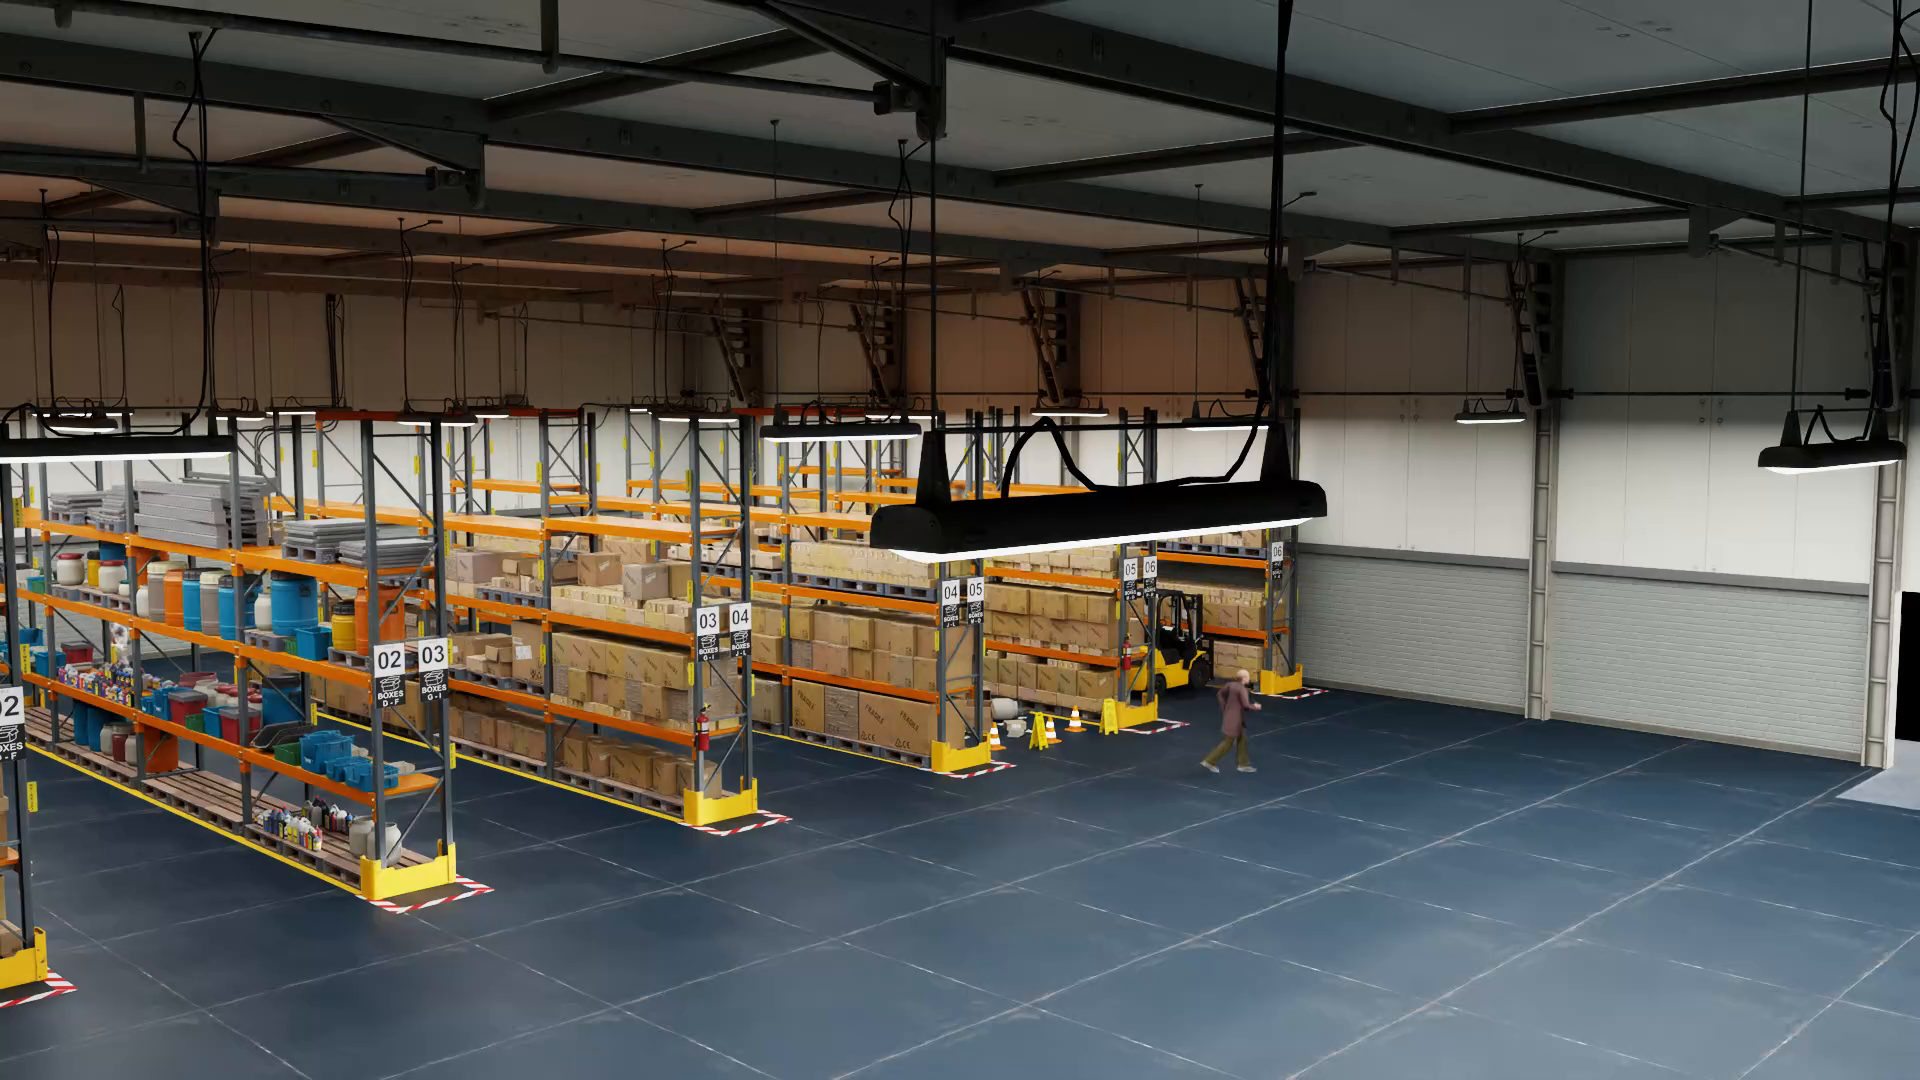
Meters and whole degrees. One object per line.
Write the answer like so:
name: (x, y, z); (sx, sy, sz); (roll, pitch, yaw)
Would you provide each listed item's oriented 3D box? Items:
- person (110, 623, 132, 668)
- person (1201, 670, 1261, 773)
person: (-17.690, 2.349, 34.852); (1.087, 1.712, 0.690); (-3, 6, -27)
person: (4.480, 3.019, 27.524); (1.044, 1.754, 0.698); (-1, 5, -10)
